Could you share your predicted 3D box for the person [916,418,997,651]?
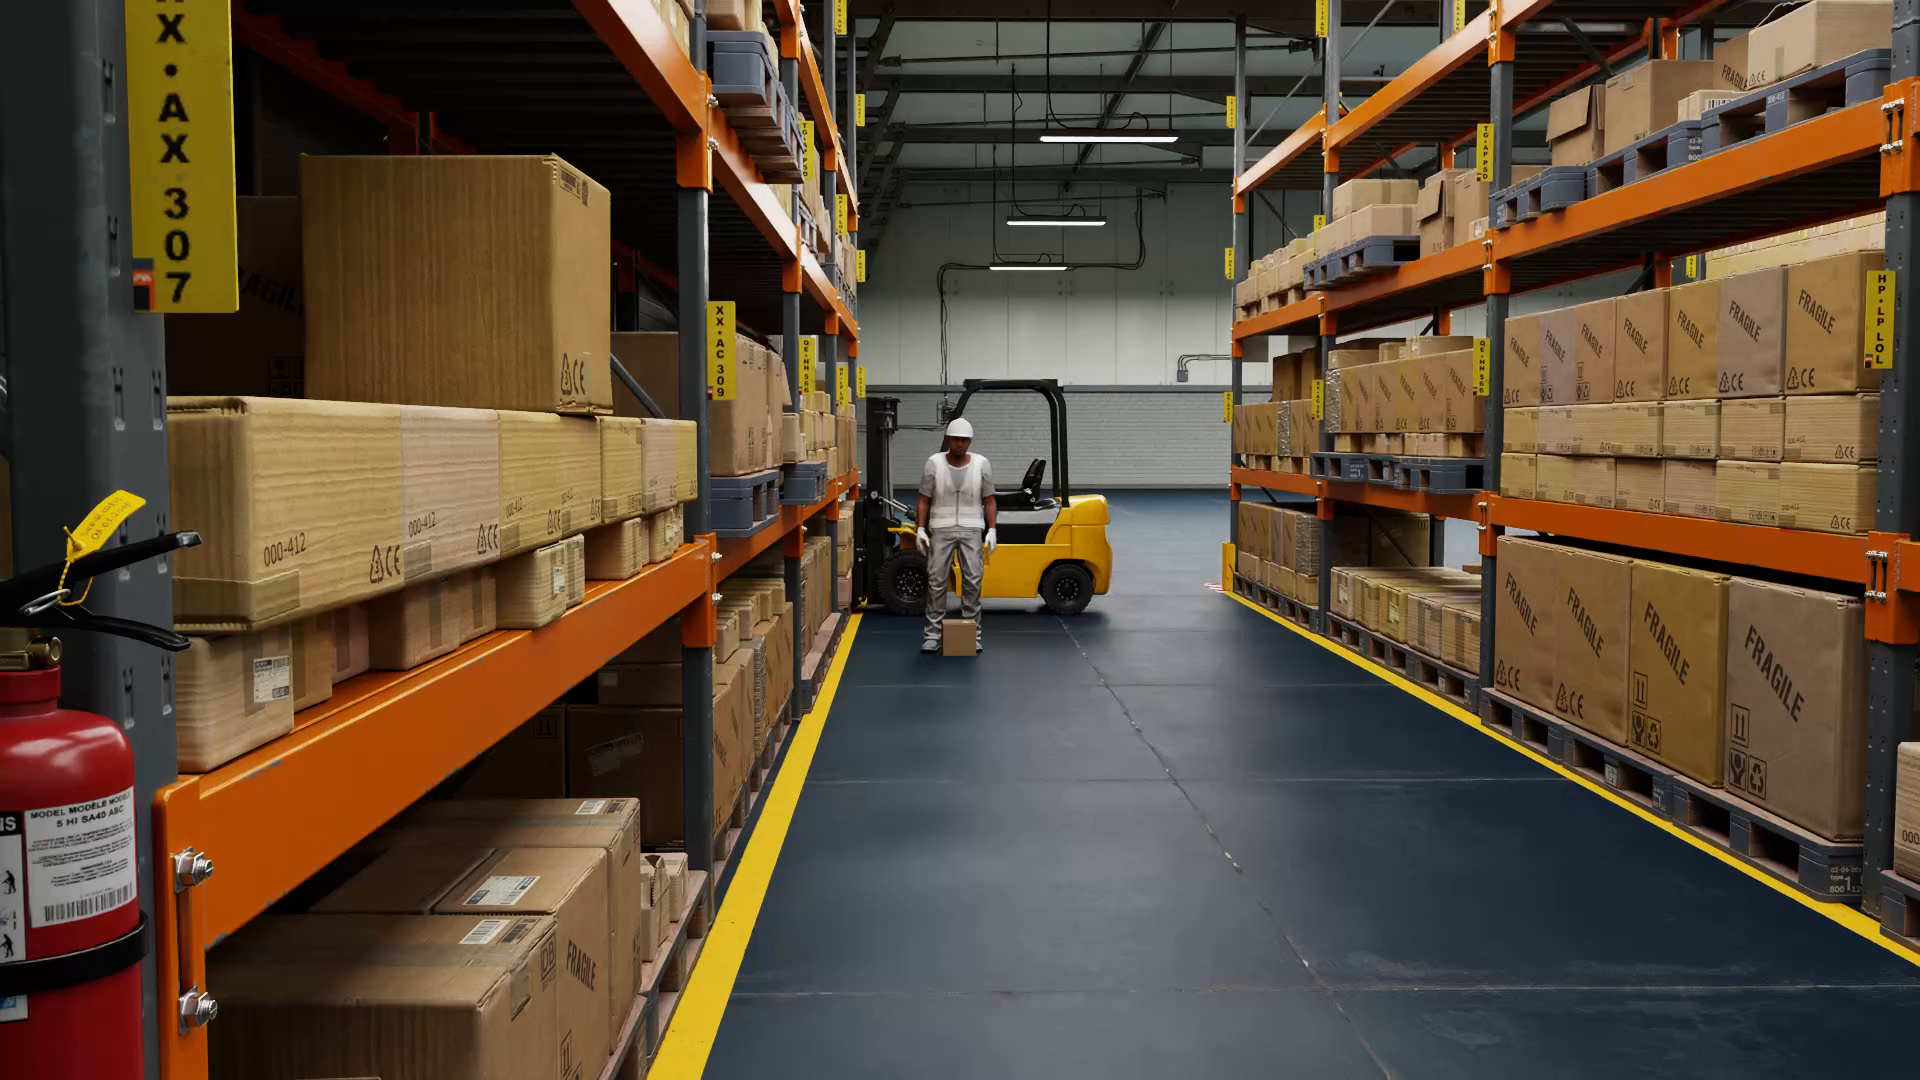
[{"bbox_3d":[-0.028,-0.038,12.678,0.620,1.774,0.453,0,4,-2],"label":"person"}]
